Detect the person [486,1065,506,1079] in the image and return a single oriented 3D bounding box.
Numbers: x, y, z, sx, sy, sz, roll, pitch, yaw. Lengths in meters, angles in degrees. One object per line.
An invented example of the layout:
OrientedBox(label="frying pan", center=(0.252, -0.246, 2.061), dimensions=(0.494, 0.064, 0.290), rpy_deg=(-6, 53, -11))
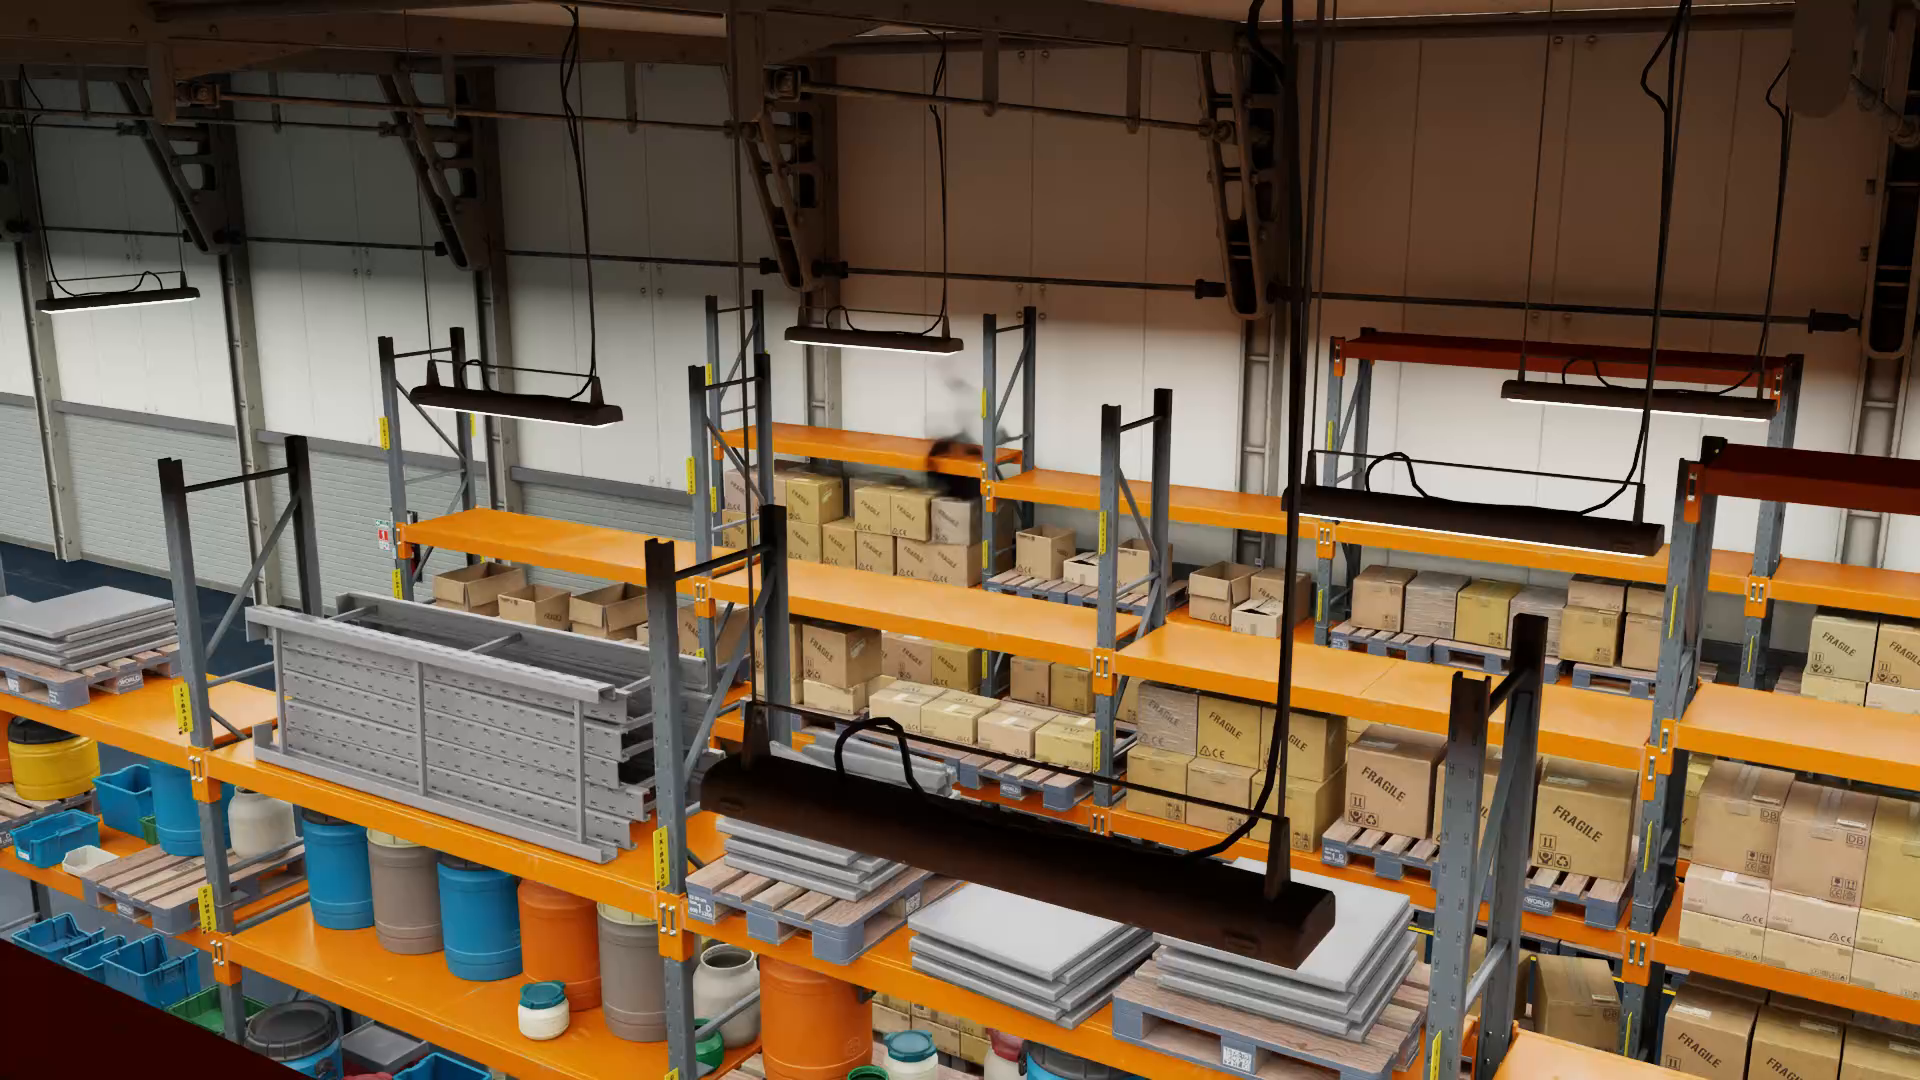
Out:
OrientedBox(label="person", center=(-3.676, 3.923, 13.702), dimensions=(0.786, 1.857, 0.703), rpy_deg=(7, 15, 25))
